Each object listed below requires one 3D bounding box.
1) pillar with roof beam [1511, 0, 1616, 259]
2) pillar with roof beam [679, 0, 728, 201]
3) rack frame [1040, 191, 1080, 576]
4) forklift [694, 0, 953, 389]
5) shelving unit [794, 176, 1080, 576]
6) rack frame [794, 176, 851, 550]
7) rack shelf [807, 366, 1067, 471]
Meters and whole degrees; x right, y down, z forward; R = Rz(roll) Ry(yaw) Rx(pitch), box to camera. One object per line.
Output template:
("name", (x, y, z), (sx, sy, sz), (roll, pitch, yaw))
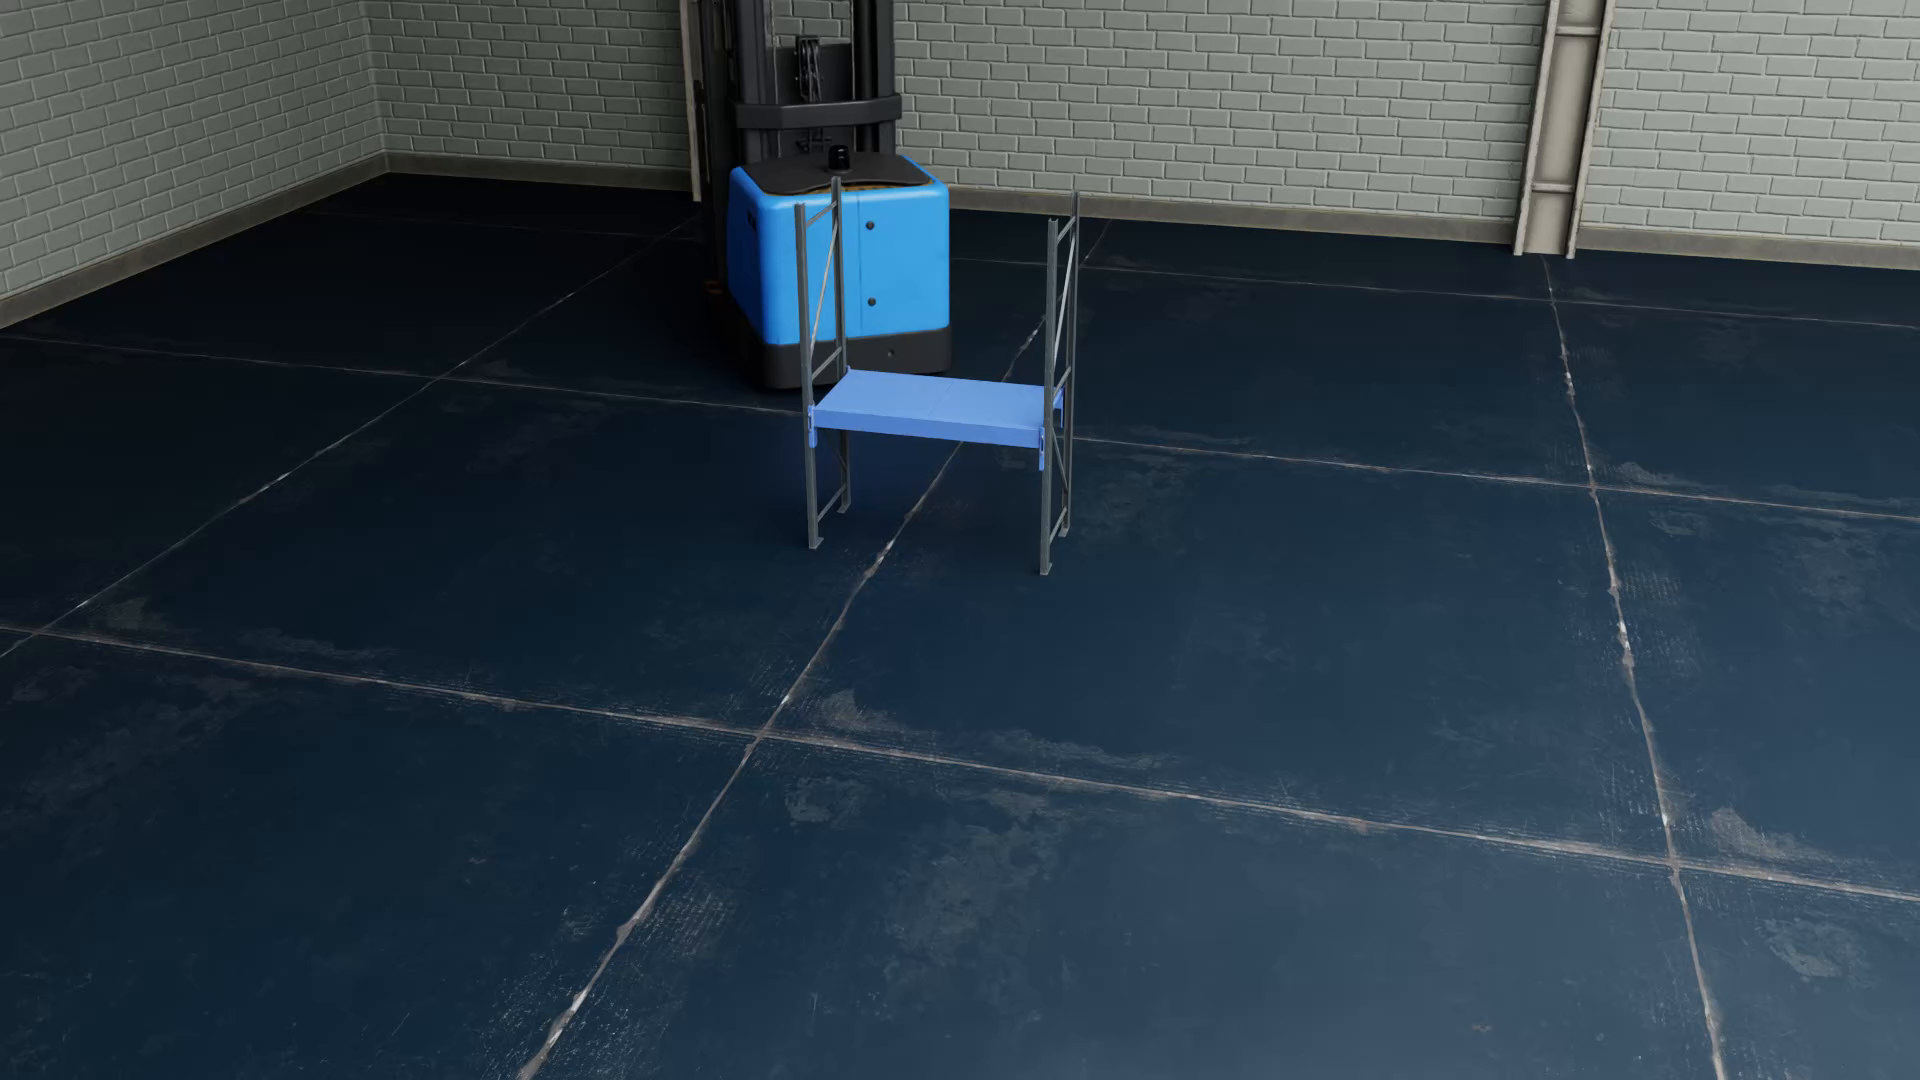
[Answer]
("pillar with roof beam", (2.927, -4.257, 5.723), (0.400, 9.000, 9.100), (6, 26, 13))
("pillar with roof beam", (-2.884, -4.899, 7.072), (0.400, 9.000, 9.100), (6, 26, 13))
("rack frame", (0.410, -0.632, 6.832), (0.032, 1.500, 0.500), (6, 26, 13))
("forklift", (-0.980, -2.729, 9.573), (1.130, 2.935, 3.031), (-8, 27, -16))
("shelving unit", (-0.083, -0.686, 6.947), (1.048, 1.500, 0.538), (6, 26, 13))
("rack frame", (-0.575, -0.741, 7.061), (0.032, 1.500, 0.500), (6, 26, 13))
("rack shelf", (-0.083, -0.524, 7.024), (1.000, 0.185, 0.538), (6, 26, 13))
